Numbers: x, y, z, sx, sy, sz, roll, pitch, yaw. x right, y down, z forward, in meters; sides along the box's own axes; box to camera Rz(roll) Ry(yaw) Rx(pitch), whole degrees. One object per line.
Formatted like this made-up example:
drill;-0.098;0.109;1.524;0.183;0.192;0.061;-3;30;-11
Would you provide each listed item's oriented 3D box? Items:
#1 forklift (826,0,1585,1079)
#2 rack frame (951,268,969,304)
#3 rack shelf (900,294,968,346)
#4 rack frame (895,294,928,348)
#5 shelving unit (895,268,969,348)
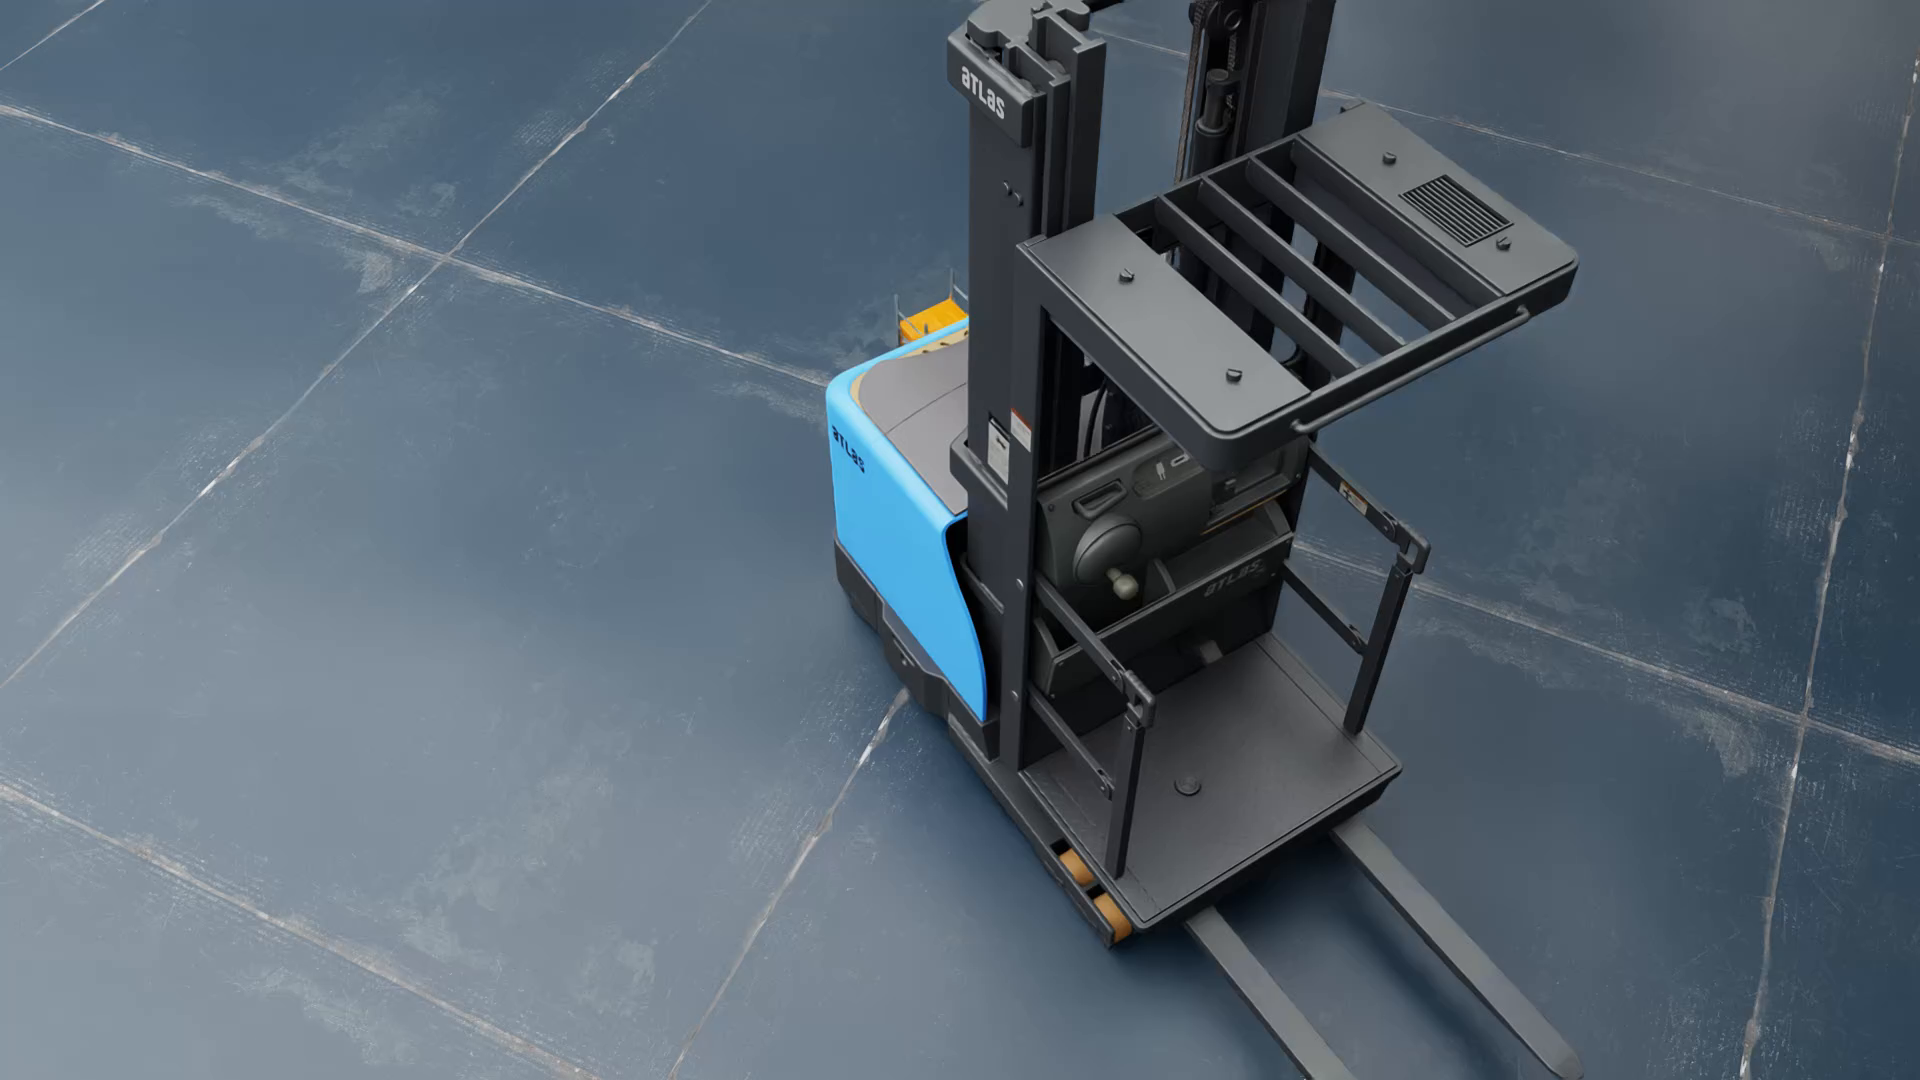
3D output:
forklift;0.751;-0.053;4.685;1.130;2.935;3.031;-26;54;-21
rack frame;0.027;-0.582;6.371;0.008;1.050;0.200;-28;55;-22
rack shelf;-0.073;-0.705;6.117;0.240;0.259;0.215;-28;55;-22
rack frame;-0.172;-0.474;6.279;0.008;1.050;0.200;-28;55;-22
shelving unit;-0.073;-0.528;6.325;0.252;1.050;0.215;-28;55;-22
